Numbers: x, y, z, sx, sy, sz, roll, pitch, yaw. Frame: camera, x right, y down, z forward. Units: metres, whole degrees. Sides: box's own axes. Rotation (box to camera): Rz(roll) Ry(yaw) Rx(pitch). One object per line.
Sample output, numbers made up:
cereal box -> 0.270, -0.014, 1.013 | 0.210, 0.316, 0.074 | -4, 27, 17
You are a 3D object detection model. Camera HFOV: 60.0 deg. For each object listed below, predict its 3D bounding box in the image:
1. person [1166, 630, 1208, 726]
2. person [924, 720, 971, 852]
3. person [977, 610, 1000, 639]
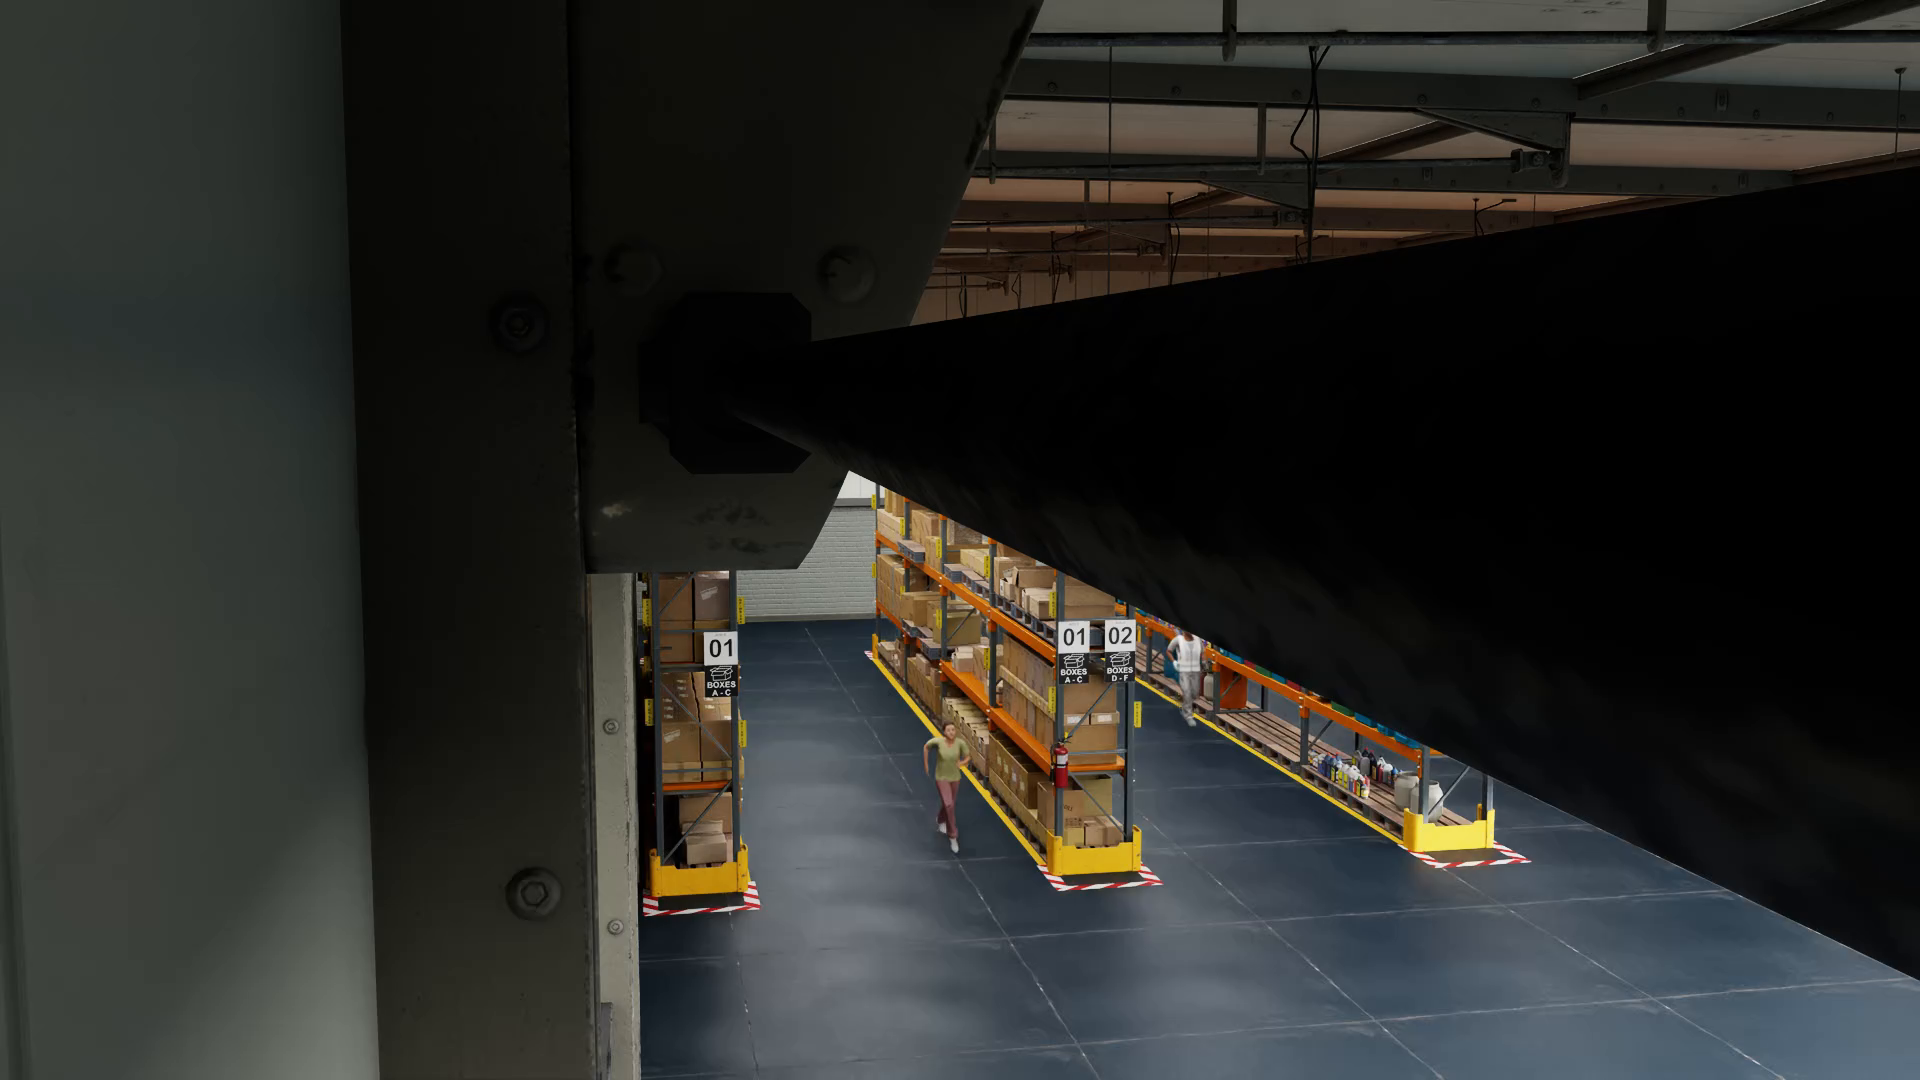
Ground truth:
person -> 3.888, 2.251, 28.496 | 0.680, 1.775, 0.802 | -1, 6, -12
person -> -0.163, 3.226, 22.233 | 0.599, 1.698, 0.945 | -1, 6, -13
person -> 0.614, 1.836, 36.334 | 0.594, 1.538, 0.510 | -3, 7, -28
